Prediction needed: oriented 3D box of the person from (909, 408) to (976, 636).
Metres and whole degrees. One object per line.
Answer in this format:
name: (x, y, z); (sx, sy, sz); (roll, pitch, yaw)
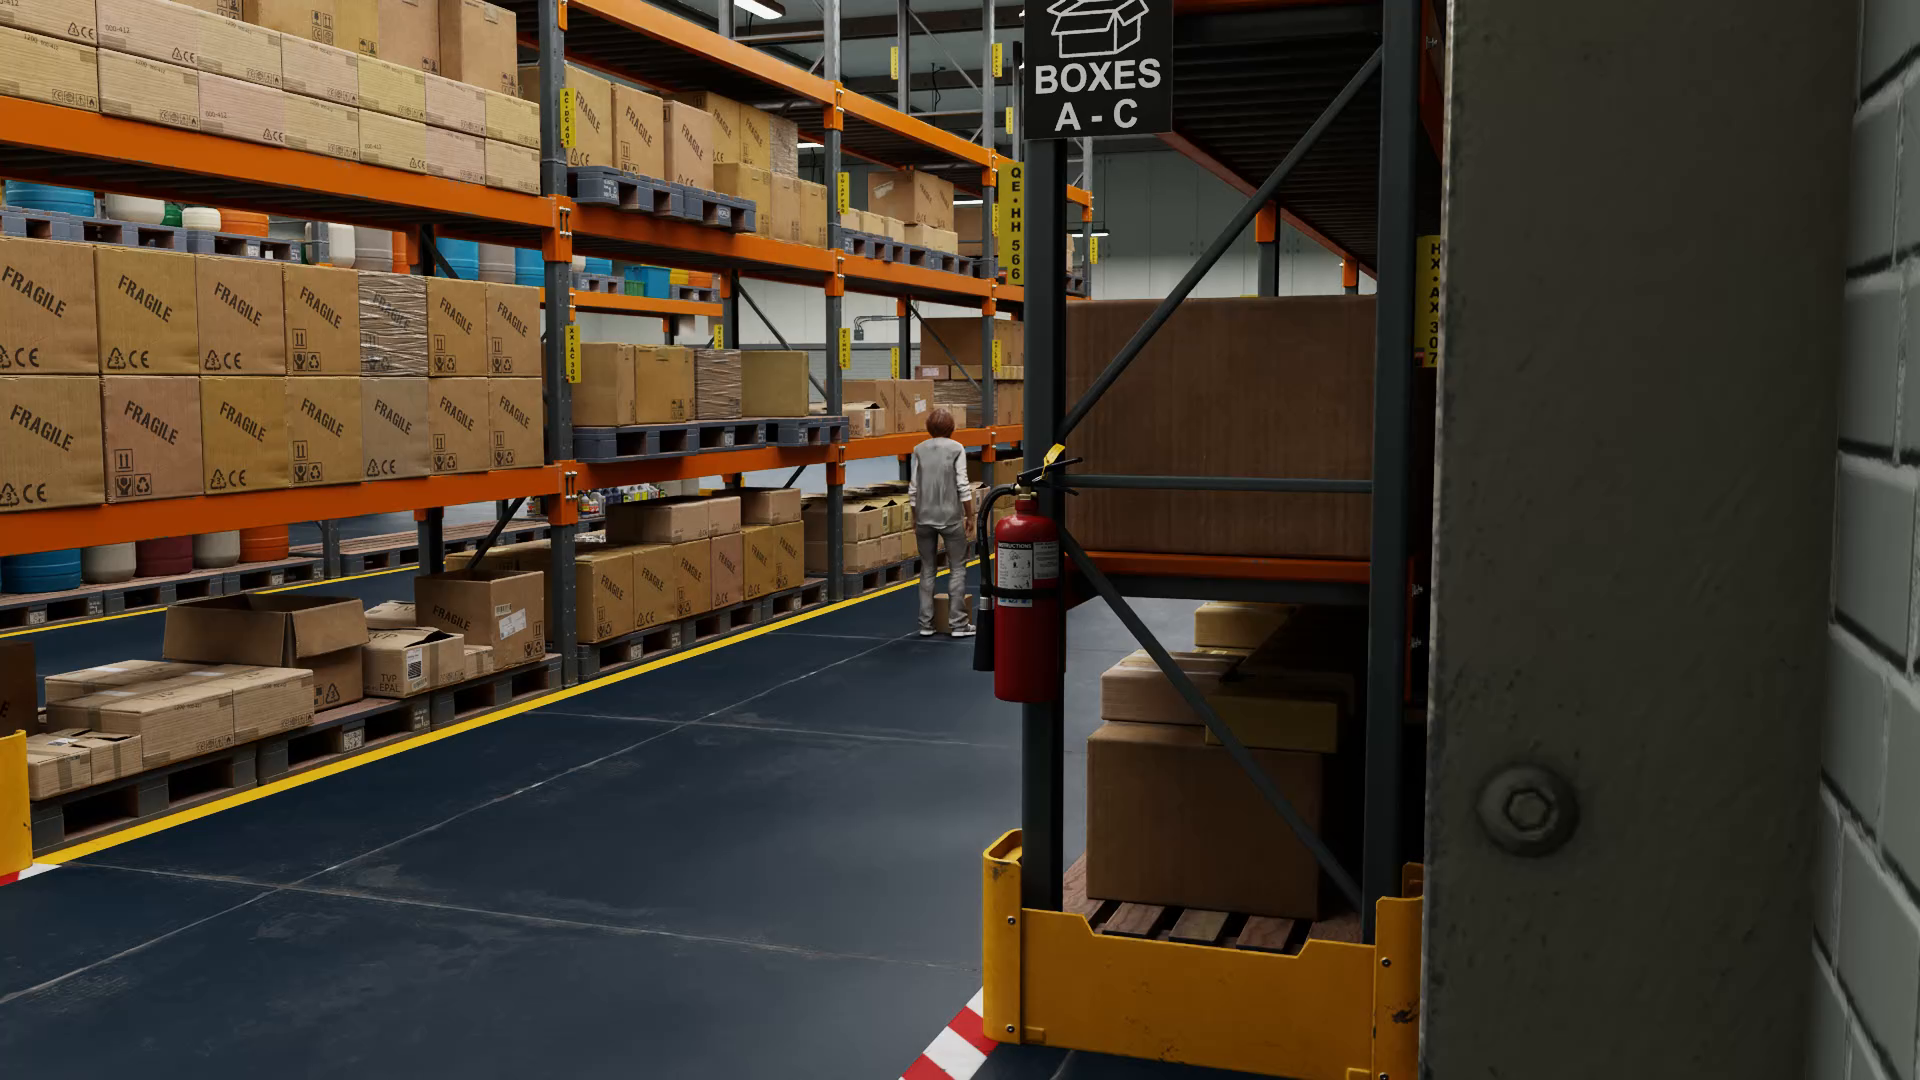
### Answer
person: (-0.134, -0.121, 11.614); (0.461, 1.593, 0.343); (2, 6, 19)
